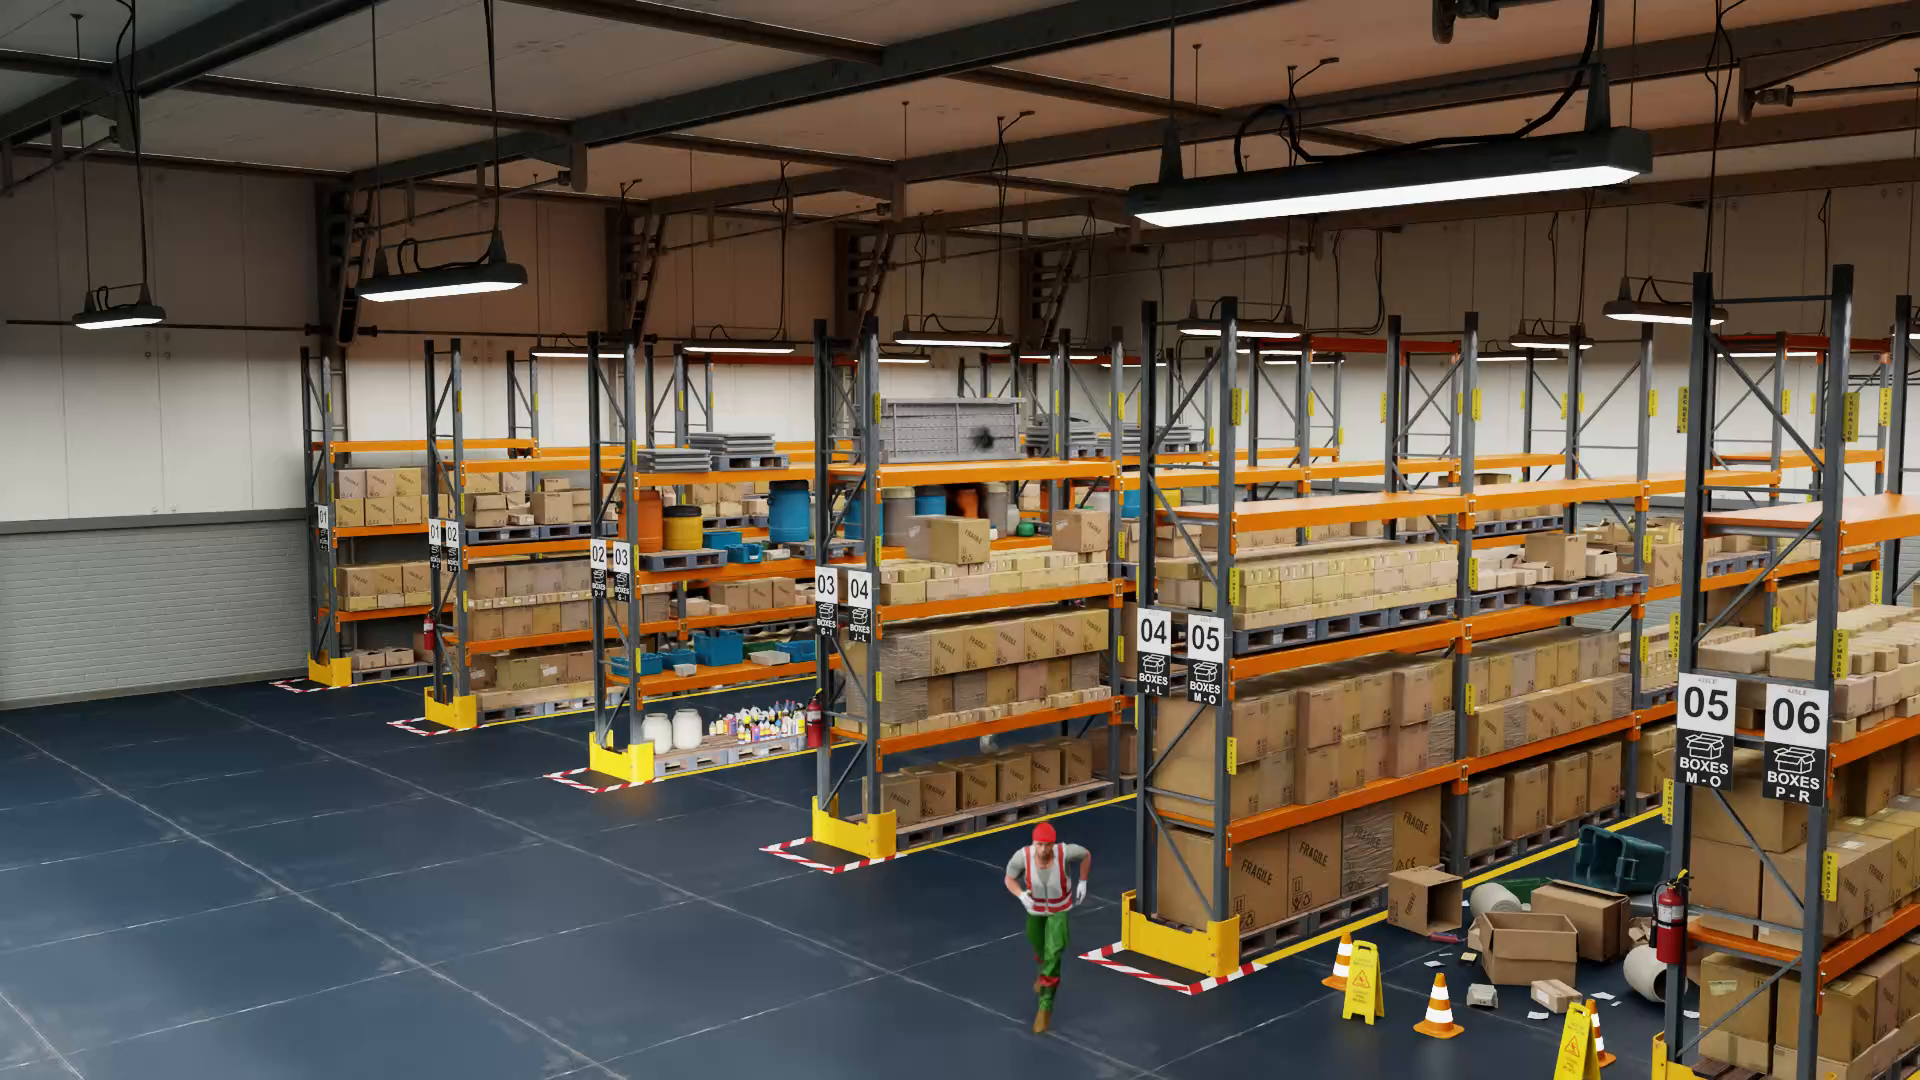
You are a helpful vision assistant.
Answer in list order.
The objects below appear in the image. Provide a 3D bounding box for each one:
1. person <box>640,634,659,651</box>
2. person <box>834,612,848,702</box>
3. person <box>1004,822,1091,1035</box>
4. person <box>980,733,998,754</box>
[{"bbox_3d":[-5.675,1.686,30.313,0.858,1.713,0.627,-4,7,-40],"label":"person"},{"bbox_3d":[-1.968,1.873,27.825,0.728,1.687,0.543,4,6,38],"label":"person"},{"bbox_3d":[0.731,3.108,13.853,0.707,1.722,1.043,0,5,5],"label":"person"},{"bbox_3d":[0.384,2.388,22.162,0.553,1.628,0.564,4,7,40],"label":"person"}]
